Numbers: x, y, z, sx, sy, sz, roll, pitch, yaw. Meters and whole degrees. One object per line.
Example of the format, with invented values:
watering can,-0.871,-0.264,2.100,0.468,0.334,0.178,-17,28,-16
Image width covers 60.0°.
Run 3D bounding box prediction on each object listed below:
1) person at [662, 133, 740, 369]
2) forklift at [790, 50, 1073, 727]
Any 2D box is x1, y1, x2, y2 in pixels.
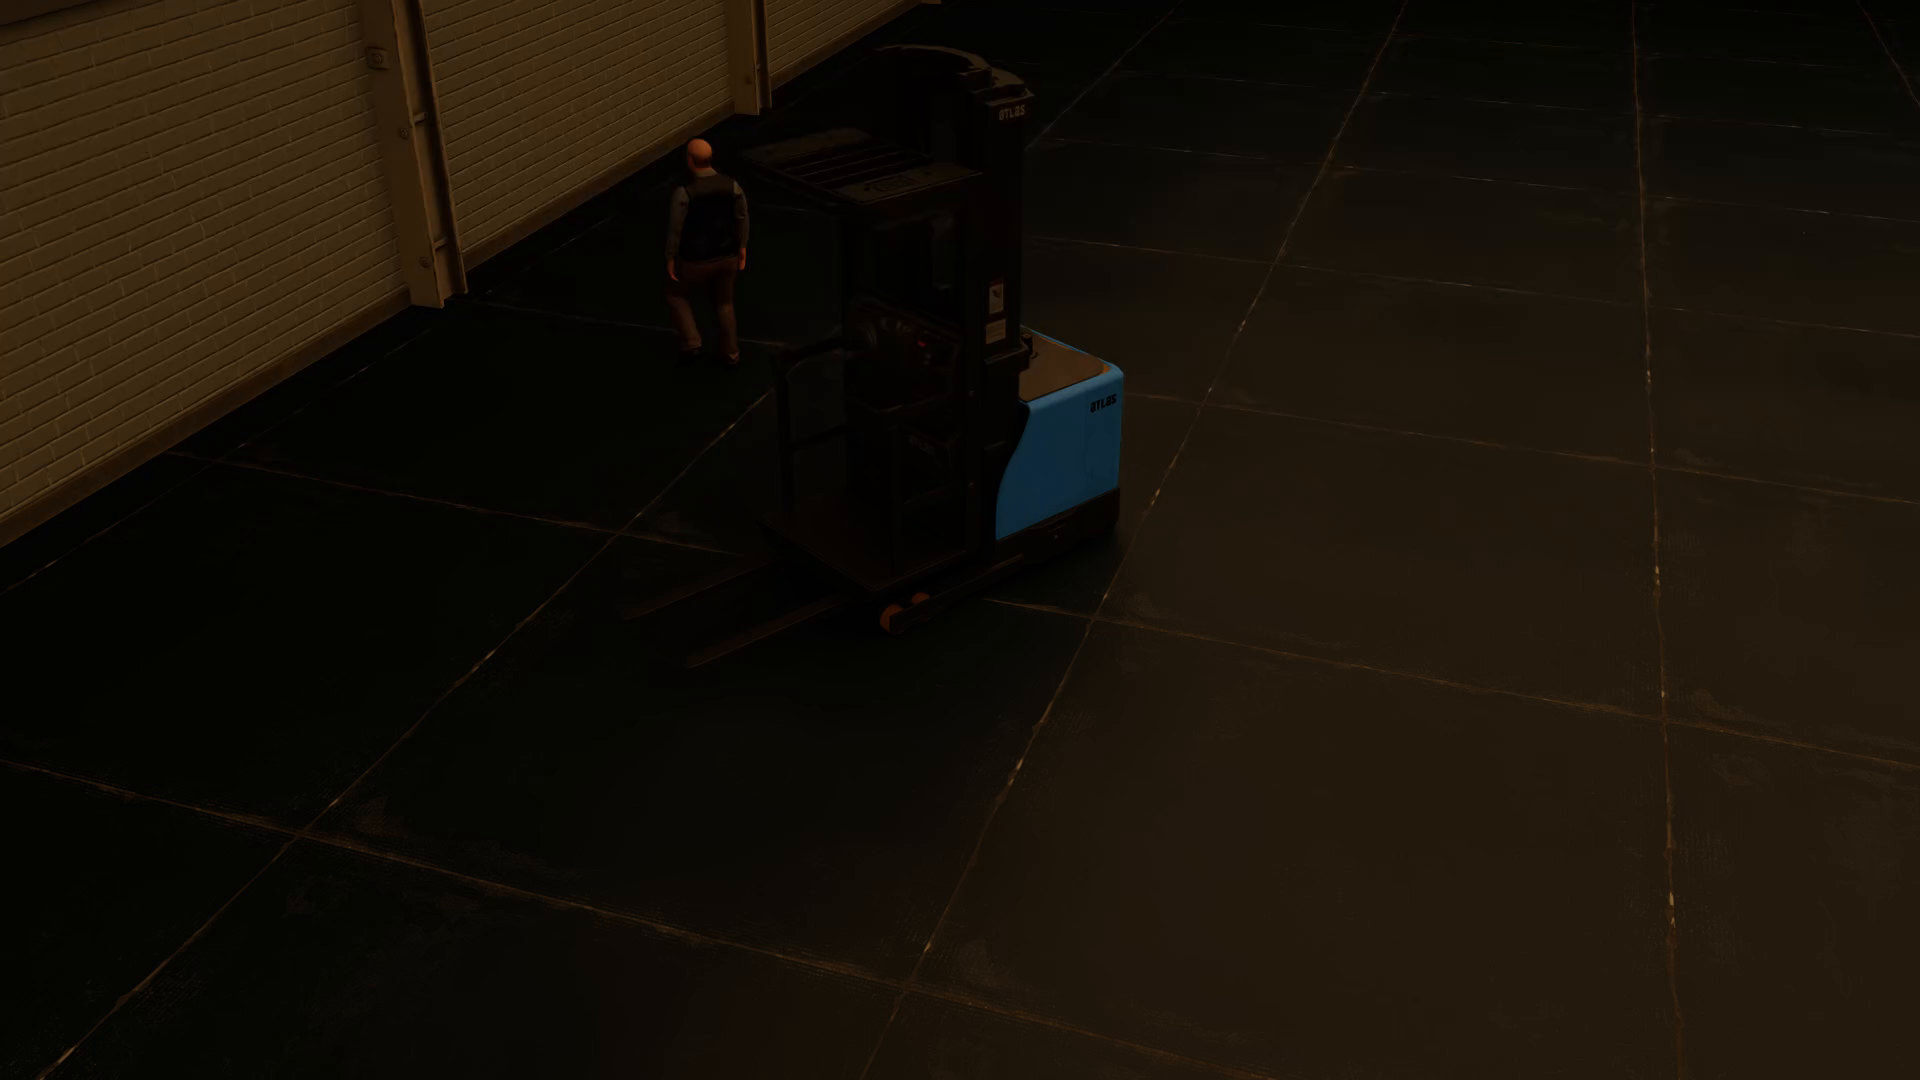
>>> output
person,-1.869,-2.074,12.013,0.592,1.729,0.457,-18,34,-29
forklift,-0.148,-0.944,8.792,1.130,2.935,3.031,7,30,12
